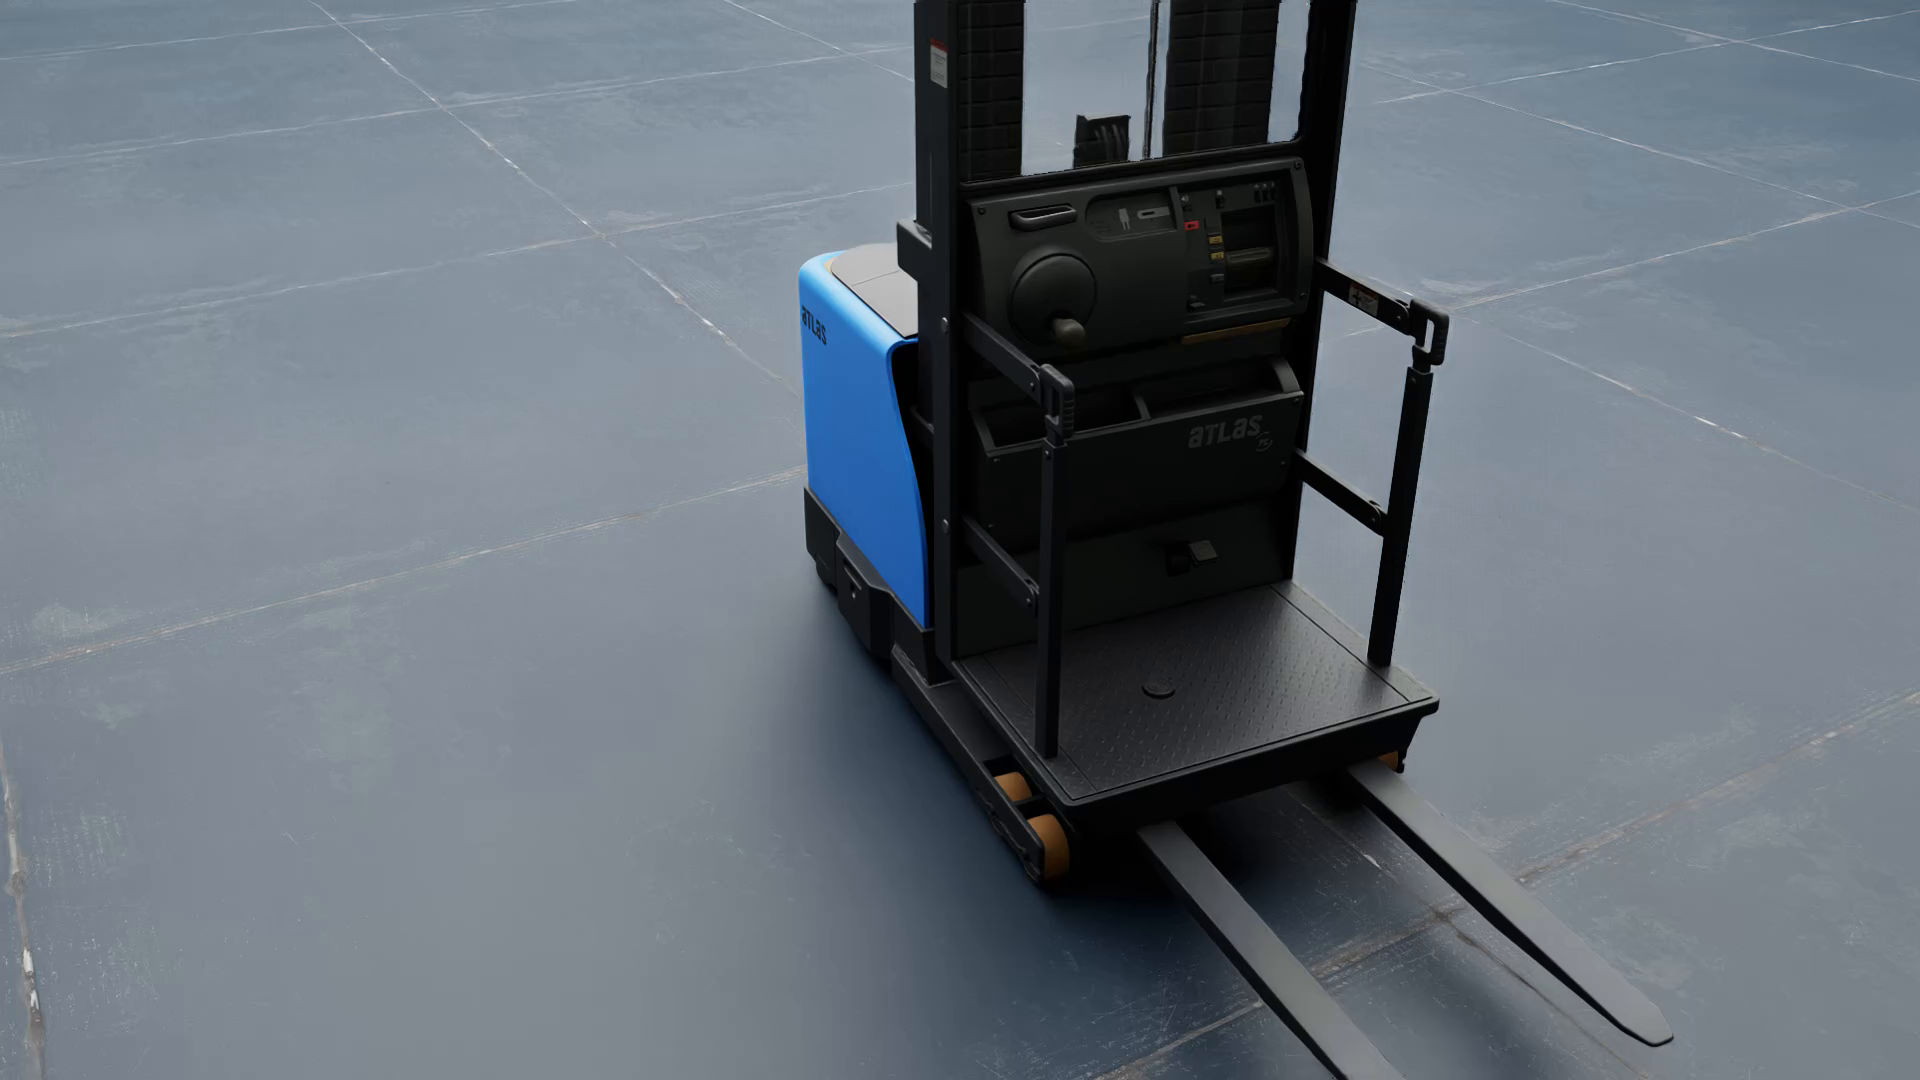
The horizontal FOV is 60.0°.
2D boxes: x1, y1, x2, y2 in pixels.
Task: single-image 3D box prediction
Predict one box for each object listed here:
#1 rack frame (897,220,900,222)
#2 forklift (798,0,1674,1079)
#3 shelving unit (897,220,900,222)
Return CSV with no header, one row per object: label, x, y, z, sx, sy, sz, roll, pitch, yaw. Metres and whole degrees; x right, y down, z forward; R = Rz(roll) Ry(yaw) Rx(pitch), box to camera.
rack frame,-0.163,-0.552,5.664,0.008,1.050,0.200,-12,31,-21
forklift,0.551,-0.663,3.918,1.130,2.935,3.031,-12,31,-21
shelving unit,-0.051,-0.576,5.708,0.252,1.050,0.215,-12,31,-21
